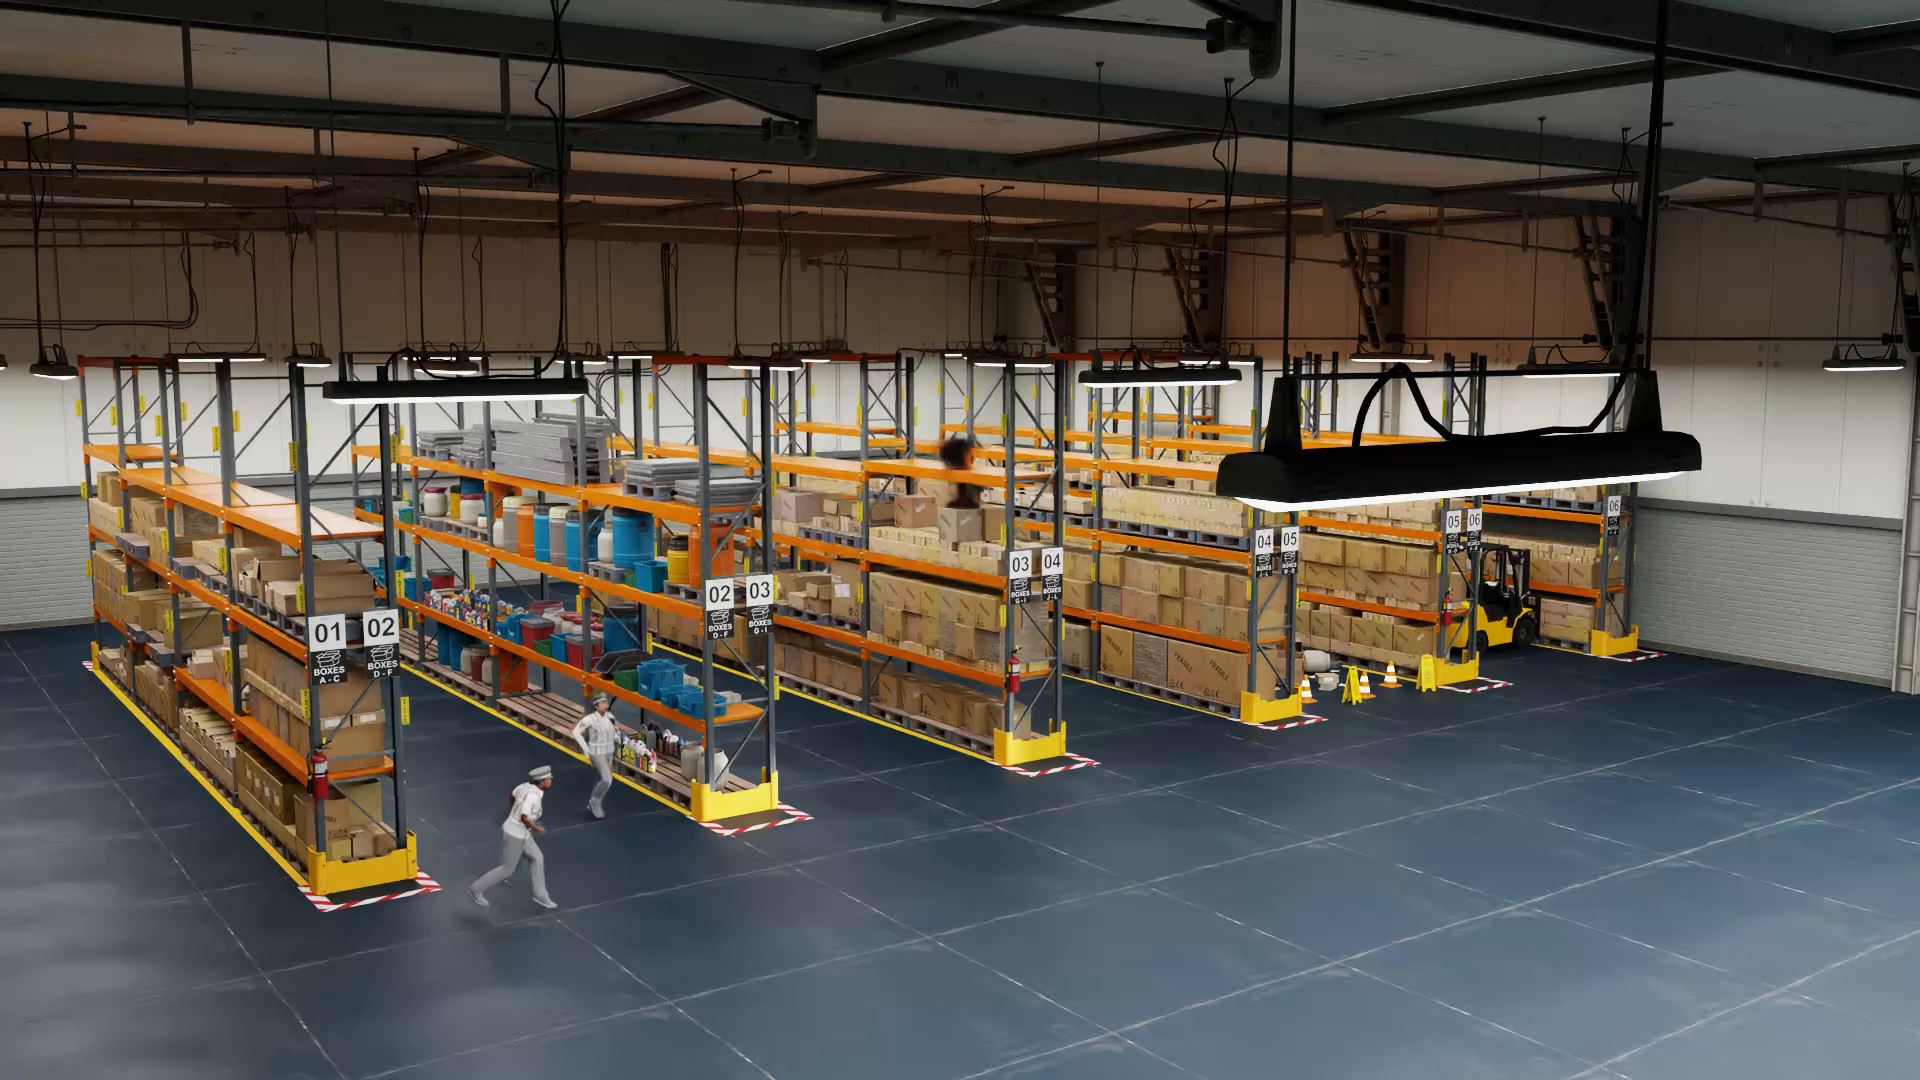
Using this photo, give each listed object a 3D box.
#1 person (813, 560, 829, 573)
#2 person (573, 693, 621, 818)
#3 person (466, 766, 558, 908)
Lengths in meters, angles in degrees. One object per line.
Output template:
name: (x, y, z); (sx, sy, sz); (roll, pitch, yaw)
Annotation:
person: (-3.762, 0.119, 44.292); (0.563, 1.710, 0.820); (3, 7, 21)
person: (-4.732, 2.833, 21.966); (0.650, 1.679, 0.602); (6, 9, 40)
person: (-4.984, 3.338, 18.427); (0.977, 1.629, 0.607); (-2, 7, -20)
